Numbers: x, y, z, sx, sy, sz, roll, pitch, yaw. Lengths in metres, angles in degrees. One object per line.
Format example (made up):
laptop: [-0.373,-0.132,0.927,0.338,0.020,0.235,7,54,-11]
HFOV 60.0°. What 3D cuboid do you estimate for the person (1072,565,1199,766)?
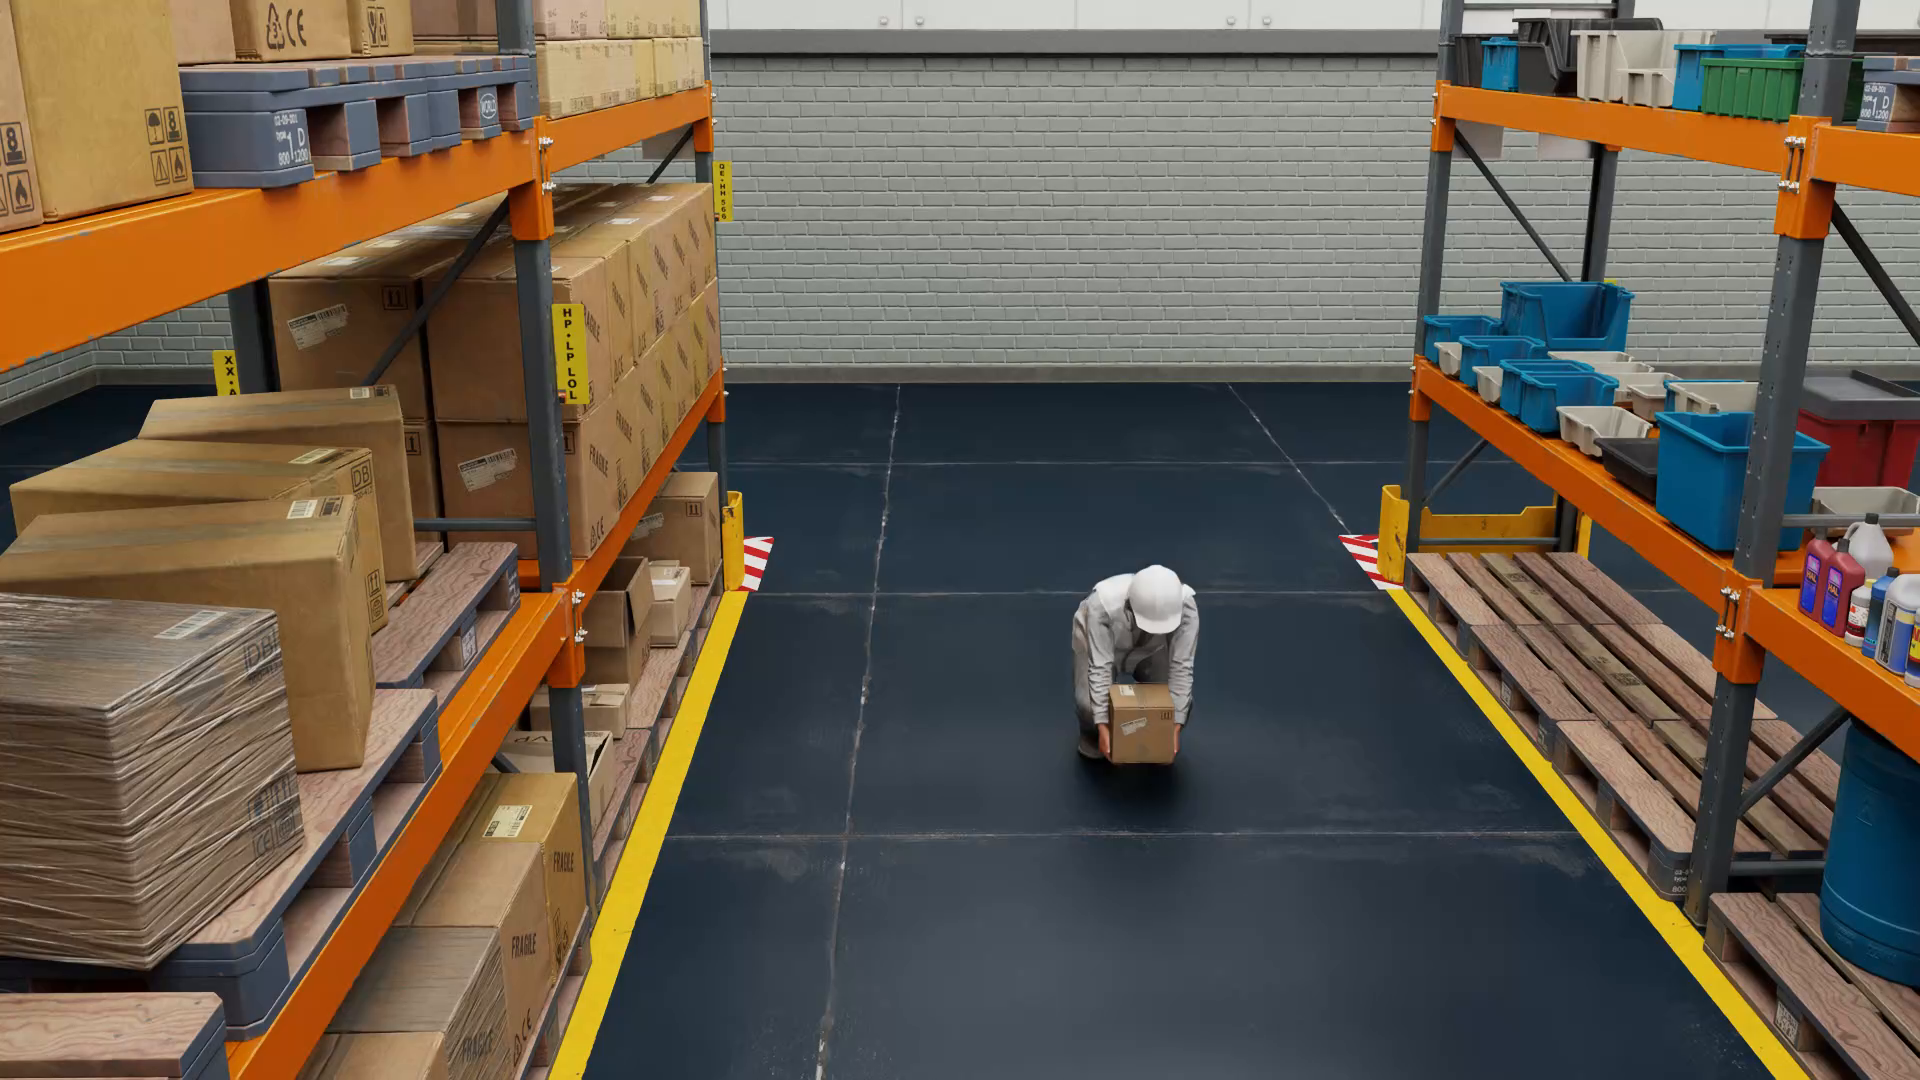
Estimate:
person: [0.751,0.504,7.188,0.519,1.005,0.868,-1,17,-2]
